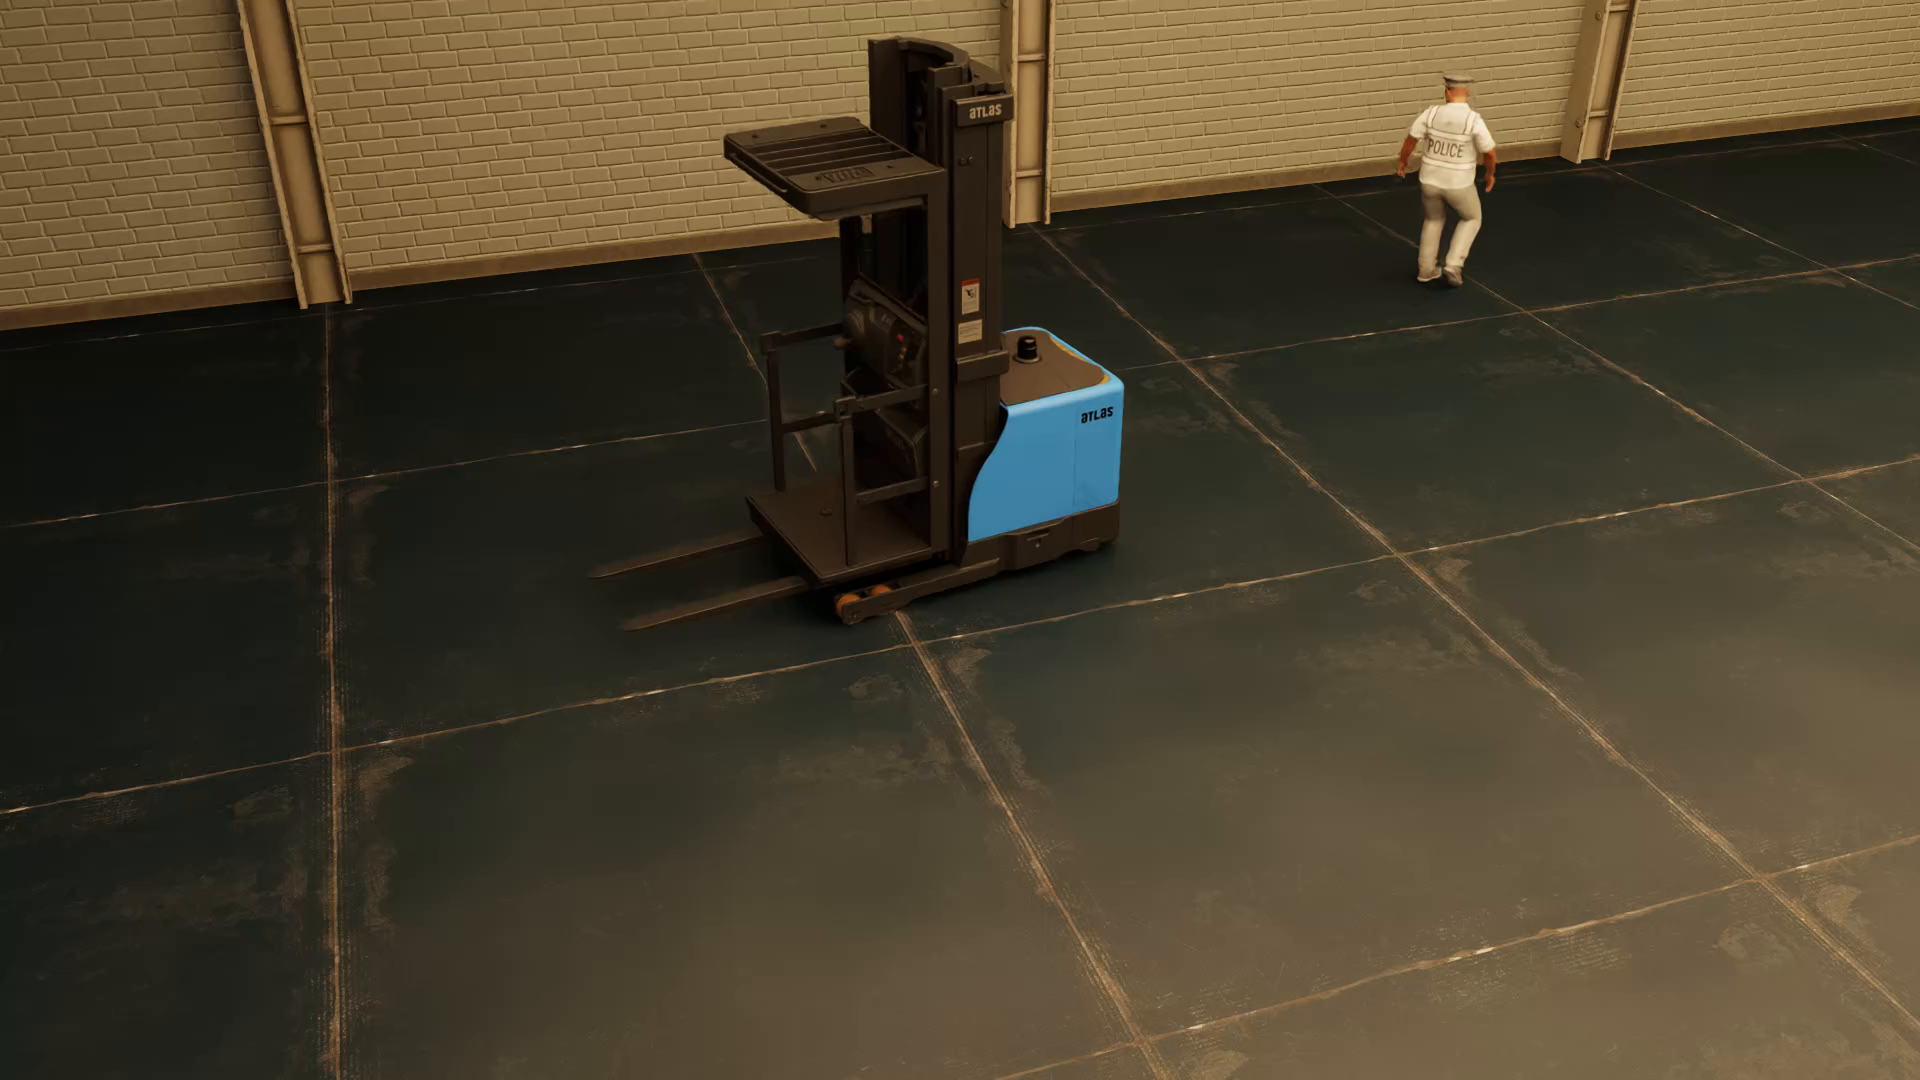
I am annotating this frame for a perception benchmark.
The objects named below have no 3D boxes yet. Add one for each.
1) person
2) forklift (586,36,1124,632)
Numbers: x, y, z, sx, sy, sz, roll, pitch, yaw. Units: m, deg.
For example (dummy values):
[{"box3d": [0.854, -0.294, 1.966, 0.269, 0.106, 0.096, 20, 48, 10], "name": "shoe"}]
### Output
[{"box3d": [3.886, -2.890, 13.361, 0.801, 1.745, 0.481, 22, 36, 33], "name": "person"}, {"box3d": [-0.595, -1.104, 9.005, 3.031, 2.935, 1.130, -15, 33, -24], "name": "forklift"}]
